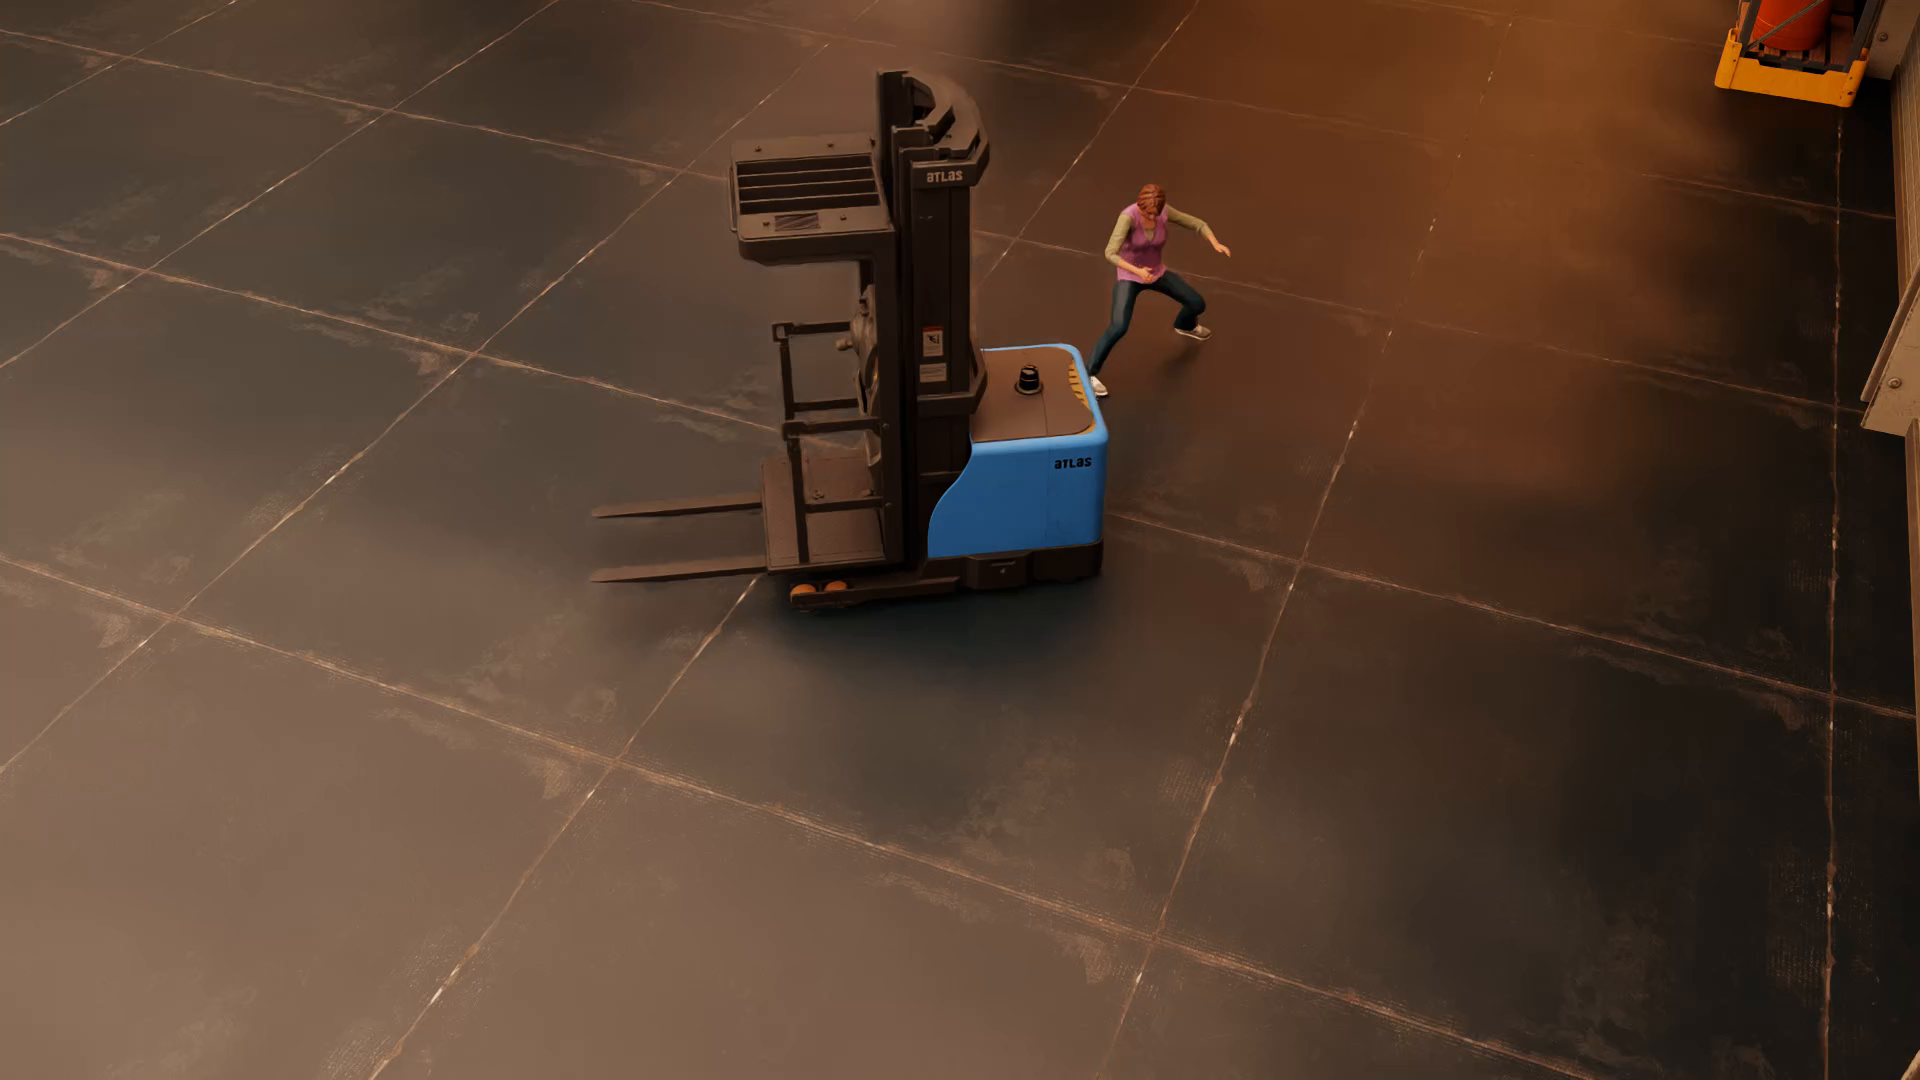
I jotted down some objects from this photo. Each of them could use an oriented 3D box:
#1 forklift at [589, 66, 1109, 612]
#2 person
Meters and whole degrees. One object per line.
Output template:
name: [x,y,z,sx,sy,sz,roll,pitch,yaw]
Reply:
forklift: [-0.704,-1.063,9.276,3.031,2.935,1.130,-5,40,-6]
person: [1.332,-1.773,11.326,1.103,1.388,0.601,-11,41,-13]
